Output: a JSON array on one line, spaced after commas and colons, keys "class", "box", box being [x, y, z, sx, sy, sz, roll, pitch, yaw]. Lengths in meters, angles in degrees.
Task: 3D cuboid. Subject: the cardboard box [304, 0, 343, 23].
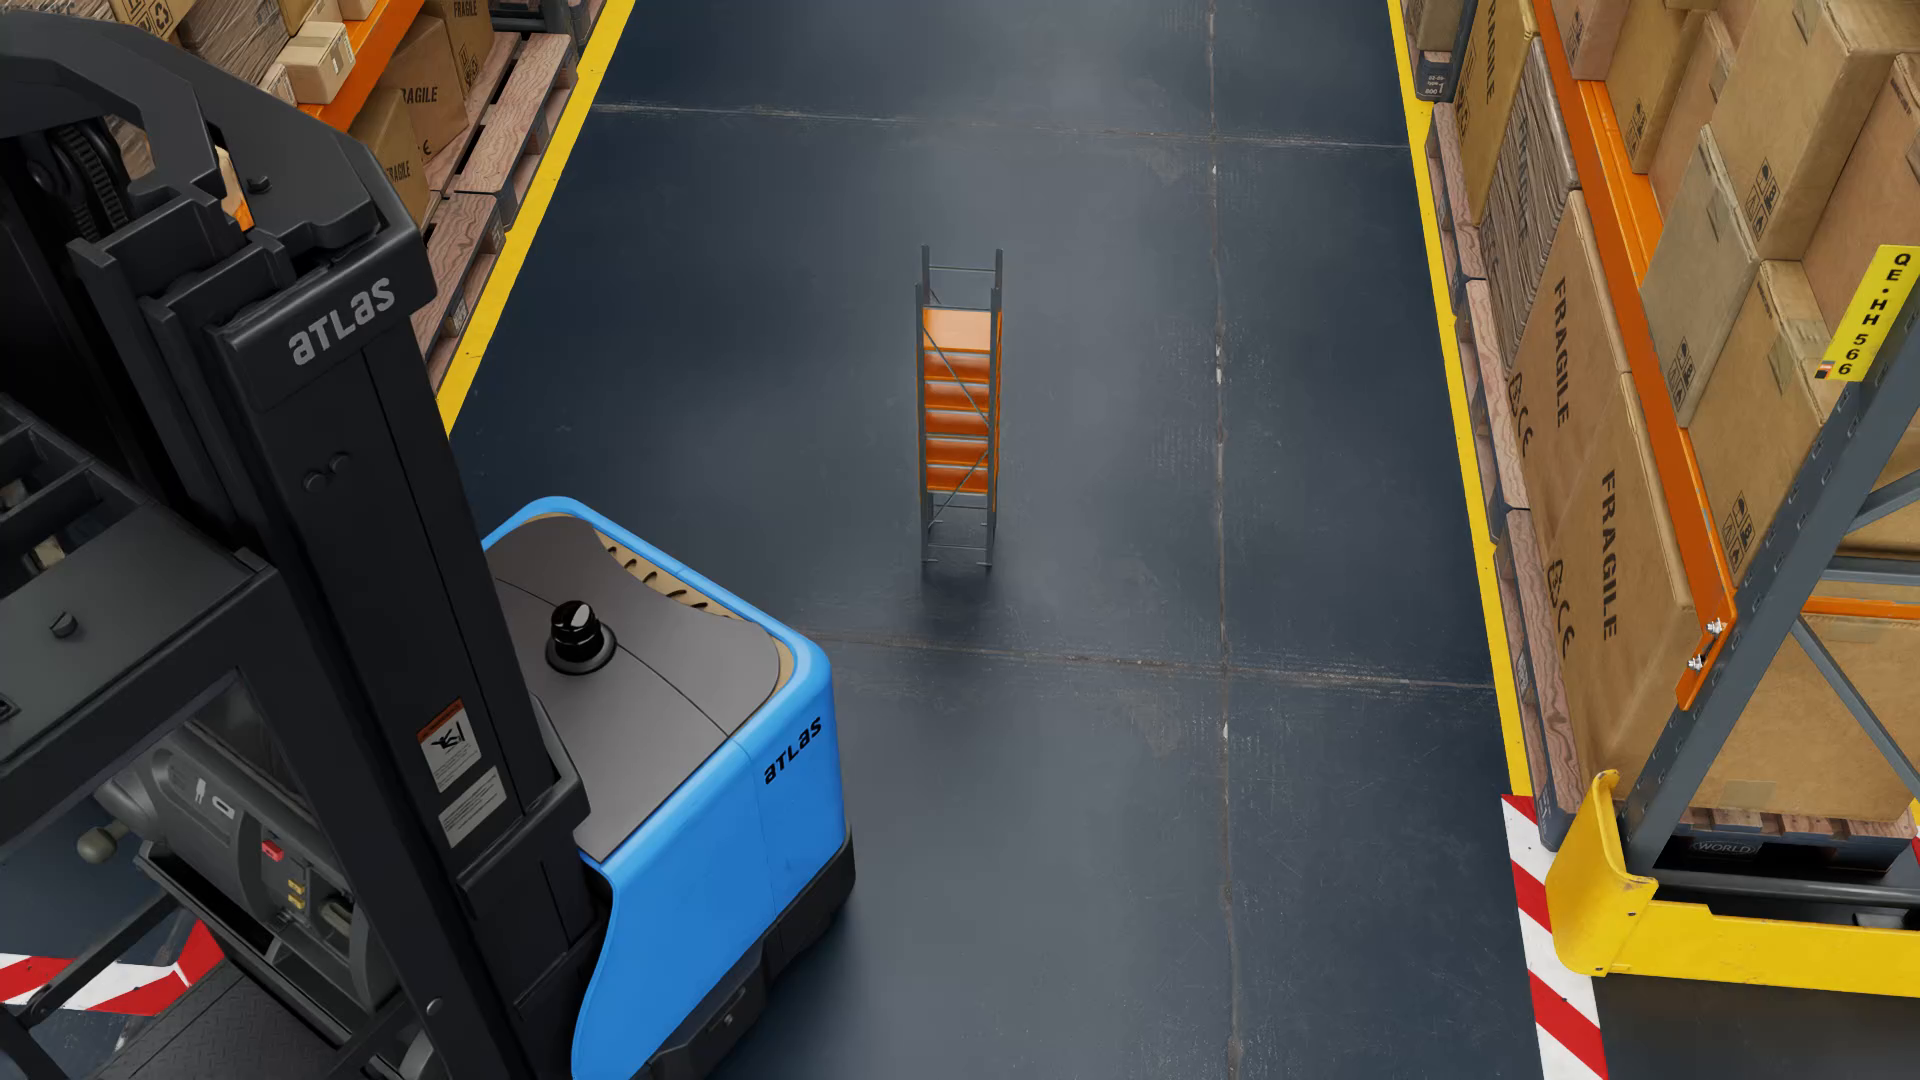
[{"class": "cardboard box", "box": [-2.268, -1.714, 5.455, 0.380, 0.149, 0.250, 4, 48, 4]}]

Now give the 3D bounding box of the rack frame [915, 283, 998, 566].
[{"class": "rack frame", "box": [-0.010, -0.327, 5.236, 0.240, 1.200, 0.006, 4, 48, 4]}]

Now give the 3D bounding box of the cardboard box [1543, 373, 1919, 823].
[{"class": "cardboard box", "box": [2.270, 0.164, 4.723, 0.875, 0.875, 0.875, 4, 48, 4]}]

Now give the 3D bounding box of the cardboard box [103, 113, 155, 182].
[{"class": "cardboard box", "box": [-2.578, -0.853, 4.228, 0.875, 0.500, 0.500, 4, 48, 4]}]

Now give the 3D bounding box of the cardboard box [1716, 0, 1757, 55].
[{"class": "cardboard box", "box": [2.491, -1.407, 4.171, 0.875, 0.550, 0.550, 4, 48, 4]}]

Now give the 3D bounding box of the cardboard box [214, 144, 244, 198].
[{"class": "cardboard box", "box": [-2.281, -1.159, 4.947, 0.380, 0.149, 0.250, 4, 48, 4]}]

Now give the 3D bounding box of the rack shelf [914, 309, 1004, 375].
[{"class": "rack shelf", "box": [-0.001, -0.607, 5.065, 0.258, 0.103, 0.180, 4, 48, 4]}]

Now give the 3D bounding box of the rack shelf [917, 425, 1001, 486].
[{"class": "rack shelf", "box": [-0.001, -0.283, 5.419, 0.258, 0.103, 0.180, 4, 48, 4]}]

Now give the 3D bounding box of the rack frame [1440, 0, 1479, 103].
[{"class": "rack frame", "box": [2.639, -2.848, 6.322, 1.000, 3.000, 0.127, 4, 48, 4]}]

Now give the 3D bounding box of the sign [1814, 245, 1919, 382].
[{"class": "sign", "box": [1.735, -0.426, 3.162, 0.100, 0.325, 0.005, 4, 48, 4]}]

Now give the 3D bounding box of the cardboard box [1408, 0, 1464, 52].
[{"class": "cardboard box", "box": [2.606, -2.693, 7.420, 1.050, 0.750, 0.750, 4, 48, 3]}]

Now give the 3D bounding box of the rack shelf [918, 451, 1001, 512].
[{"class": "rack shelf", "box": [-0.001, -0.202, 5.507, 0.258, 0.103, 0.180, 4, 48, 4]}]

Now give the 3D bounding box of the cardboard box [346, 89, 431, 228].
[{"class": "cardboard box", "box": [-2.391, -1.380, 6.389, 0.500, 0.500, 0.500, 0, 48, 0]}]

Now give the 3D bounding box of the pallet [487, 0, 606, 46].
[{"class": "pallet", "box": [-2.222, -2.887, 8.248, 1.003, 0.211, 1.213, 4, 48, 4]}]

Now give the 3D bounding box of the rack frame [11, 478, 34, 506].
[{"class": "rack frame", "box": [-2.656, -0.317, 4.007, 1.000, 3.000, 0.127, 4, 48, 4]}]

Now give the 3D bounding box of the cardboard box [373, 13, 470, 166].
[{"class": "cardboard box", "box": [-2.412, -1.842, 6.811, 0.500, 0.500, 0.500, 18, 50, 16]}]

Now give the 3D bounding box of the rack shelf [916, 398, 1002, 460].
[{"class": "rack shelf", "box": [-0.001, -0.364, 5.330, 0.258, 0.103, 0.180, 4, 48, 4]}]

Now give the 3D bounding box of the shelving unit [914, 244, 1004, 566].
[{"class": "shelving unit", "box": [-0.001, -0.394, 5.298, 0.258, 1.200, 0.189, 4, 48, 4]}]

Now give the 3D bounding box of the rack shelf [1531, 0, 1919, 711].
[{"class": "rack shelf", "box": [2.457, -1.136, 5.244, 1.077, 0.370, 4.000, 4, 48, 4]}]

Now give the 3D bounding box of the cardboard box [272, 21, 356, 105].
[{"class": "cardboard box", "box": [-2.159, -1.521, 5.279, 0.380, 0.149, 0.250, 4, 48, 4]}]

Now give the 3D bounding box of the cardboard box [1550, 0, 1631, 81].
[{"class": "cardboard box", "box": [2.423, -1.832, 5.292, 0.875, 0.550, 0.550, 4, 48, 4]}]

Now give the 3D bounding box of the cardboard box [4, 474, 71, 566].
[{"class": "cardboard box", "box": [-2.582, -0.073, 5.193, 0.500, 0.500, 0.500, 12, 49, 11]}]

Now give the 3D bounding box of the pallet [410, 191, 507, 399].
[{"class": "pallet", "box": [-2.426, -0.920, 6.449, 1.003, 0.211, 1.213, 4, 48, 4]}]

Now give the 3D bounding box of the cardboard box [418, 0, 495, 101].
[{"class": "cardboard box", "box": [-2.368, -2.263, 7.196, 0.500, 0.500, 0.500, 3, 48, 2]}]

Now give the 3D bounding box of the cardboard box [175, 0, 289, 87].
[{"class": "cardboard box", "box": [-2.564, -1.593, 4.905, 0.875, 0.500, 0.500, 4, 48, 4]}]

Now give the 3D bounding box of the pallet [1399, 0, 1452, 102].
[{"class": "pallet", "box": [2.634, -2.479, 7.875, 1.003, 0.211, 1.213, 4, 48, 4]}]

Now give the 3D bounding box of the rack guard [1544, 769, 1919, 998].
[{"class": "rack guard", "box": [2.272, 0.952, 4.540, 1.175, 0.500, 0.348, 4, 48, 4]}]

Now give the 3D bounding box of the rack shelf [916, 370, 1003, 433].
[{"class": "rack shelf", "box": [-0.001, -0.445, 5.242, 0.258, 0.103, 0.180, 4, 48, 4]}]

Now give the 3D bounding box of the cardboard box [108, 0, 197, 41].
[{"class": "cardboard box", "box": [-2.282, -1.541, 4.180, 0.500, 0.500, 0.500, 4, 48, 4]}]

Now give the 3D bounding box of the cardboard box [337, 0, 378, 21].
[{"class": "cardboard box", "box": [-2.169, -1.892, 5.618, 0.380, 0.149, 0.250, 4, 48, 4]}]

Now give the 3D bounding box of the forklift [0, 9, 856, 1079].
[{"class": "forklift", "box": [-1.577, 0.680, 3.142, 1.130, 2.935, 3.031, 28, 54, 24]}]

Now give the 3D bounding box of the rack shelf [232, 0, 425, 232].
[{"class": "rack shelf", "box": [-2.474, -1.544, 5.617, 1.077, 0.370, 4.000, 4, 48, 4]}]

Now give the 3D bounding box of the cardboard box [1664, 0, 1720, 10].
[{"class": "cardboard box", "box": [2.410, -1.805, 4.535, 0.875, 0.550, 0.500, 4, 48, 4]}]

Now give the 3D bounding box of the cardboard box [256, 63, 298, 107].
[{"class": "cardboard box", "box": [-2.285, -1.344, 5.117, 0.380, 0.149, 0.250, 4, 48, 4]}]

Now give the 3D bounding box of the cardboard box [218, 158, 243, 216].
[{"class": "cardboard box", "box": [-2.311, -0.976, 4.780, 0.380, 0.149, 0.250, 4, 48, 4]}]

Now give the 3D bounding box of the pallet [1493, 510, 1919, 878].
[{"class": "pallet", "box": [2.269, 0.439, 5.205, 1.003, 0.211, 1.213, 4, 48, 4]}]

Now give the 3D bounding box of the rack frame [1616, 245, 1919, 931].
[{"class": "rack frame", "box": [2.274, 0.091, 3.634, 1.000, 3.000, 0.127, 4, 48, 4]}]

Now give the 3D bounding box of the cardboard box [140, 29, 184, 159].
[{"class": "cardboard box", "box": [-2.652, -1.229, 4.572, 0.875, 0.500, 0.500, 4, 48, 4]}]

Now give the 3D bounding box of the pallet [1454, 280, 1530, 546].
[{"class": "pallet", "box": [2.383, -0.455, 6.023, 1.003, 0.211, 1.213, 4, 48, 4]}]

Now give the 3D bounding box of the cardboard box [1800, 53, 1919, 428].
[{"class": "cardboard box", "box": [2.347, -0.594, 3.427, 0.875, 0.550, 0.550, 4, 48, 4]}]

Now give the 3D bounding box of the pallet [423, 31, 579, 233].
[{"class": "pallet", "box": [-2.317, -1.819, 7.271, 1.003, 0.211, 1.213, 4, 48, 4]}]

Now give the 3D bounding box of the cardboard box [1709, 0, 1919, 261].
[{"class": "cardboard box", "box": [2.305, -1.005, 3.803, 0.875, 0.550, 0.550, 4, 48, 4]}]

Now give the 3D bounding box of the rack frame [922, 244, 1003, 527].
[{"class": "rack frame", "box": [0.007, -0.462, 5.359, 0.240, 1.200, 0.006, 4, 48, 4]}]

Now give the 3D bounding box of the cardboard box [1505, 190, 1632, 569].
[{"class": "cardboard box", "box": [2.348, -0.483, 5.314, 0.875, 0.875, 0.875, 3, 48, 3]}]

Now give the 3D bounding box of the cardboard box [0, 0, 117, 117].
[{"class": "cardboard box", "box": [-2.334, -1.174, 3.844, 0.500, 0.500, 0.500, 4, 48, 4]}]

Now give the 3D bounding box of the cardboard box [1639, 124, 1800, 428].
[{"class": "cardboard box", "box": [2.291, -0.641, 4.202, 0.875, 0.550, 0.550, 4, 48, 4]}]

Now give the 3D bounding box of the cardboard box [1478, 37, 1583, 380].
[{"class": "cardboard box", "box": [2.434, -1.153, 5.927, 0.875, 0.875, 0.875, 4, 48, 4]}]

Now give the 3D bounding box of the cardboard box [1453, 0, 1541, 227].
[{"class": "cardboard box", "box": [2.512, -1.816, 6.533, 0.875, 0.875, 0.875, 5, 48, 4]}]

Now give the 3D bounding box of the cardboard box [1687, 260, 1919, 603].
[{"class": "cardboard box", "box": [2.263, -0.235, 3.831, 0.875, 0.550, 0.550, 4, 48, 4]}]

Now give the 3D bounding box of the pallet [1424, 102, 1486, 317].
[{"class": "pallet", "box": [2.492, -1.354, 6.845, 1.003, 0.211, 1.213, 4, 48, 4]}]

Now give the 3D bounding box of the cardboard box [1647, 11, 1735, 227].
[{"class": "cardboard box", "box": [2.468, -1.044, 4.570, 0.875, 0.550, 0.550, 4, 48, 4]}]

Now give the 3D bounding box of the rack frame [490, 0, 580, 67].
[{"class": "rack frame", "box": [-2.291, -3.256, 6.695, 1.000, 3.000, 0.127, 4, 48, 4]}]

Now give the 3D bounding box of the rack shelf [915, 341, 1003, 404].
[{"class": "rack shelf", "box": [-0.001, -0.526, 5.153, 0.258, 0.103, 0.180, 4, 48, 4]}]

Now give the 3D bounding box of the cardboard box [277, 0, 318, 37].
[{"class": "cardboard box", "box": [-2.506, -1.960, 5.240, 0.875, 0.500, 0.500, 4, 48, 4]}]

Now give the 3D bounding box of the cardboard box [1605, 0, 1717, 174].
[{"class": "cardboard box", "box": [2.475, -1.436, 4.929, 0.875, 0.550, 0.500, 4, 48, 4]}]
